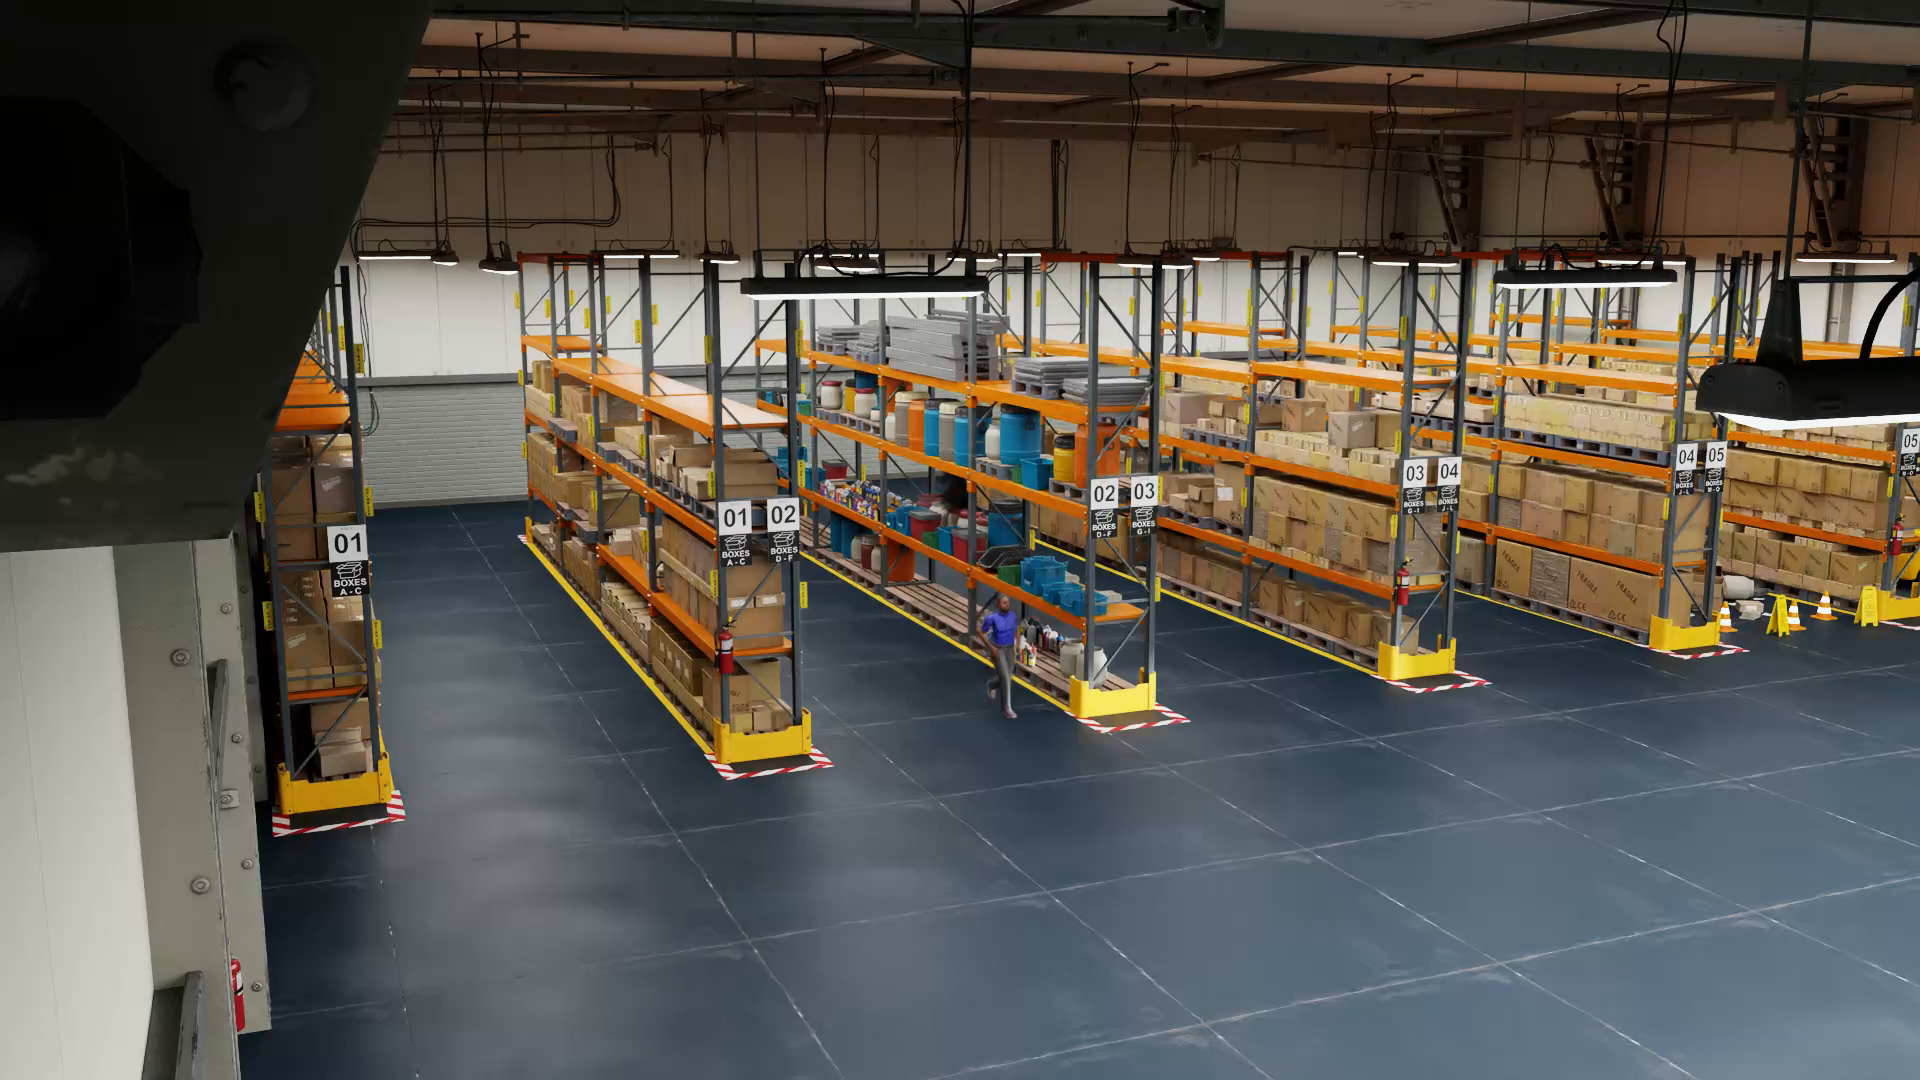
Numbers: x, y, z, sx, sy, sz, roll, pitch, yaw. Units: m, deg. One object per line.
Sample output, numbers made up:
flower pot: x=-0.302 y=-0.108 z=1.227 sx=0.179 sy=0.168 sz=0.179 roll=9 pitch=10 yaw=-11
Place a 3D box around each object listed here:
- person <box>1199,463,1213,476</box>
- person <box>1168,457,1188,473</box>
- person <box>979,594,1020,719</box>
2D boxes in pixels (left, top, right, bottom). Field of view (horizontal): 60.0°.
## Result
person: x=6.094 y=-2.028 z=41.486 sx=0.804 sy=1.768 sz=0.785 roll=8 pitch=13 yaw=37
person: x=5.492 y=-2.150 z=41.991 sx=0.896 sy=1.740 sz=0.677 roll=-4 pitch=11 yaw=-21
person: x=0.533 y=1.522 z=22.288 sx=0.593 sy=1.639 sz=0.763 roll=-7 pitch=13 yaw=-34
